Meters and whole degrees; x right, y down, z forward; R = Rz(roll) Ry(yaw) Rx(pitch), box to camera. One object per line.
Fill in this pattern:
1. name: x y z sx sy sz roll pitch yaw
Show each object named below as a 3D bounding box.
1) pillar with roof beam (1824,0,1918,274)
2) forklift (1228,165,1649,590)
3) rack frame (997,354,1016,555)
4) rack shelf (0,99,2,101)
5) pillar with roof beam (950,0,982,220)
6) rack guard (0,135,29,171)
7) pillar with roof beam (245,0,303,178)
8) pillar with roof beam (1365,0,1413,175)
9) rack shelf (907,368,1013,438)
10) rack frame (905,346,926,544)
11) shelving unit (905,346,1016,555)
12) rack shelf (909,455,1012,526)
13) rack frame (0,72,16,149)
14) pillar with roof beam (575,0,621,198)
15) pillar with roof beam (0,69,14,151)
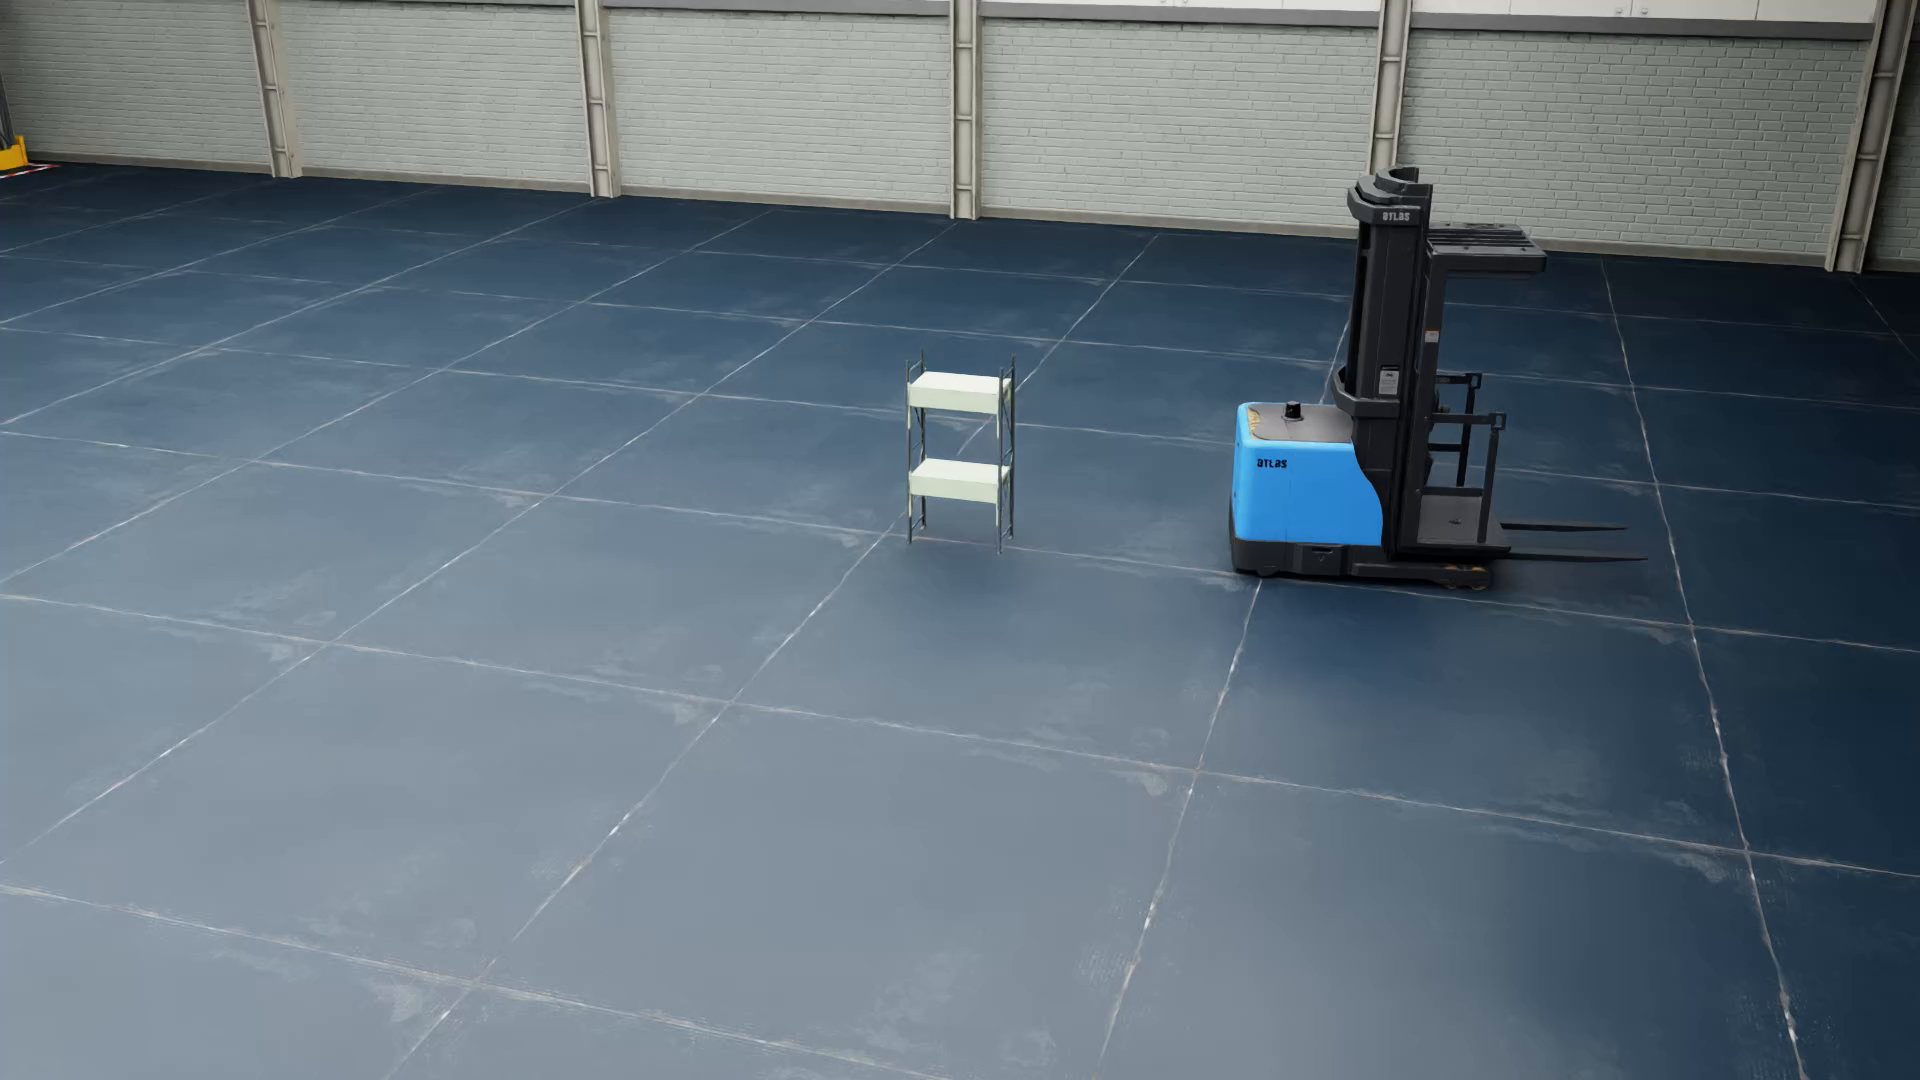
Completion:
1. pillar with roof beam: 10.331 -6.141 16.288 0.400 9.000 9.100 7 23 16
2. forklift: 3.608 -1.202 12.243 3.031 2.935 1.130 2 22 6
3. rack frame: 0.357 -0.653 12.791 0.023 1.500 0.400 7 23 16
4. rack shelf: -18.655 -7.701 28.944 4.000 0.370 1.077 7 23 16
5. pillar with roof beam: -1.157 -7.456 19.495 0.400 9.000 9.100 7 23 16
6. rack guard: -16.717 -6.655 28.741 0.348 0.500 1.175 7 23 16
7. pillar with roof beam: -12.646 -8.772 22.702 0.400 9.000 9.100 7 23 16
8. pillar with roof beam: 4.587 -6.799 17.892 0.400 9.000 9.100 7 23 16
9. rack shelf: 0.006 -1.054 12.741 0.720 0.370 0.431 7 23 16
10. rack frame: -0.344 -0.733 12.986 0.023 1.500 0.400 7 23 16
11. shelving unit: 0.006 -0.693 12.889 0.755 1.500 0.431 7 23 16
12. rack shelf: 0.006 -0.392 13.012 0.720 0.370 0.431 7 23 16
13. rack frame: -16.740 -7.814 28.273 0.127 3.000 1.000 7 23 16
14. pillar with roof beam: -6.902 -8.114 21.098 0.400 9.000 9.100 7 23 16
15. pillar with roof beam: -18.390 -9.429 24.305 0.400 9.000 9.100 7 23 16
